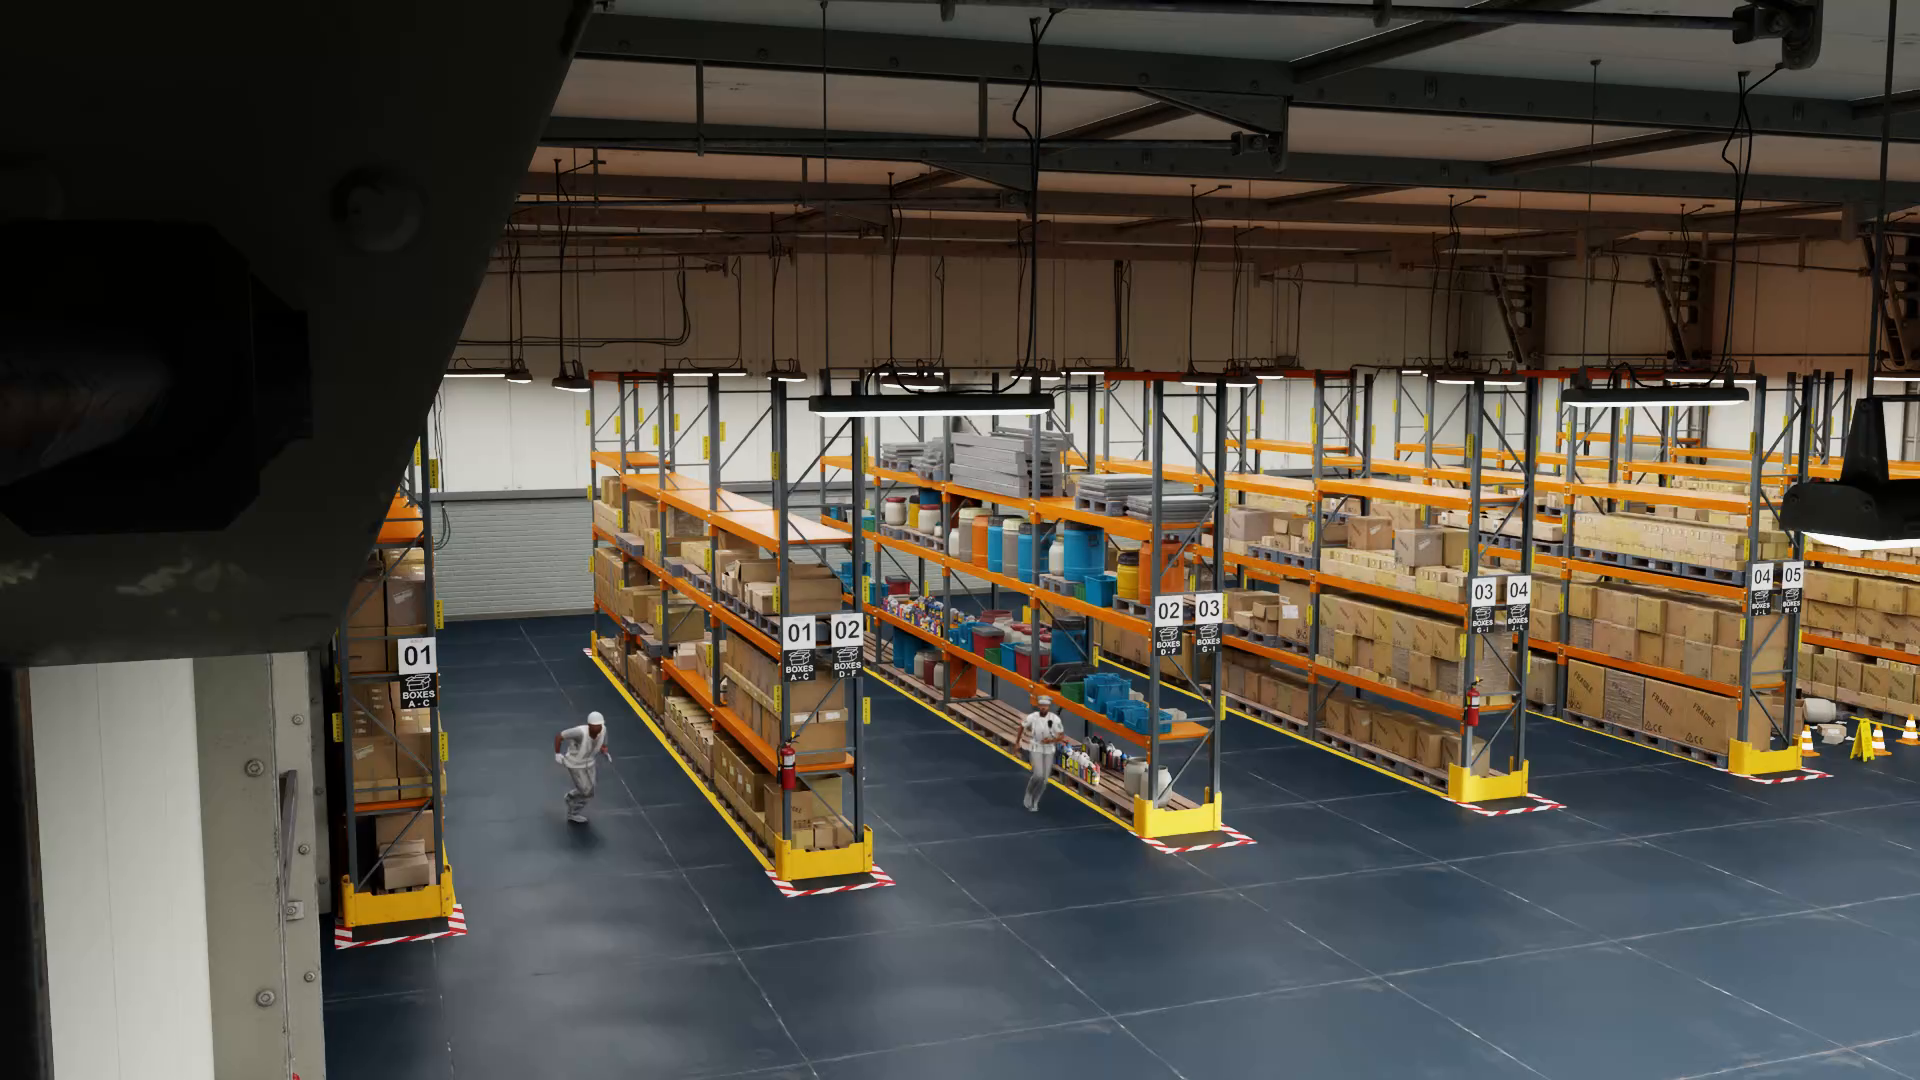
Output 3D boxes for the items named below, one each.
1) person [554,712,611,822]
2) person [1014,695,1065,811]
[{"bbox_3d":[-5.054,3.059,22.305,0.819,1.590,0.715,5,8,40],"label":"person"},{"bbox_3d":[1.114,2.952,23.044,0.661,1.657,0.592,-1,6,-11],"label":"person"}]
